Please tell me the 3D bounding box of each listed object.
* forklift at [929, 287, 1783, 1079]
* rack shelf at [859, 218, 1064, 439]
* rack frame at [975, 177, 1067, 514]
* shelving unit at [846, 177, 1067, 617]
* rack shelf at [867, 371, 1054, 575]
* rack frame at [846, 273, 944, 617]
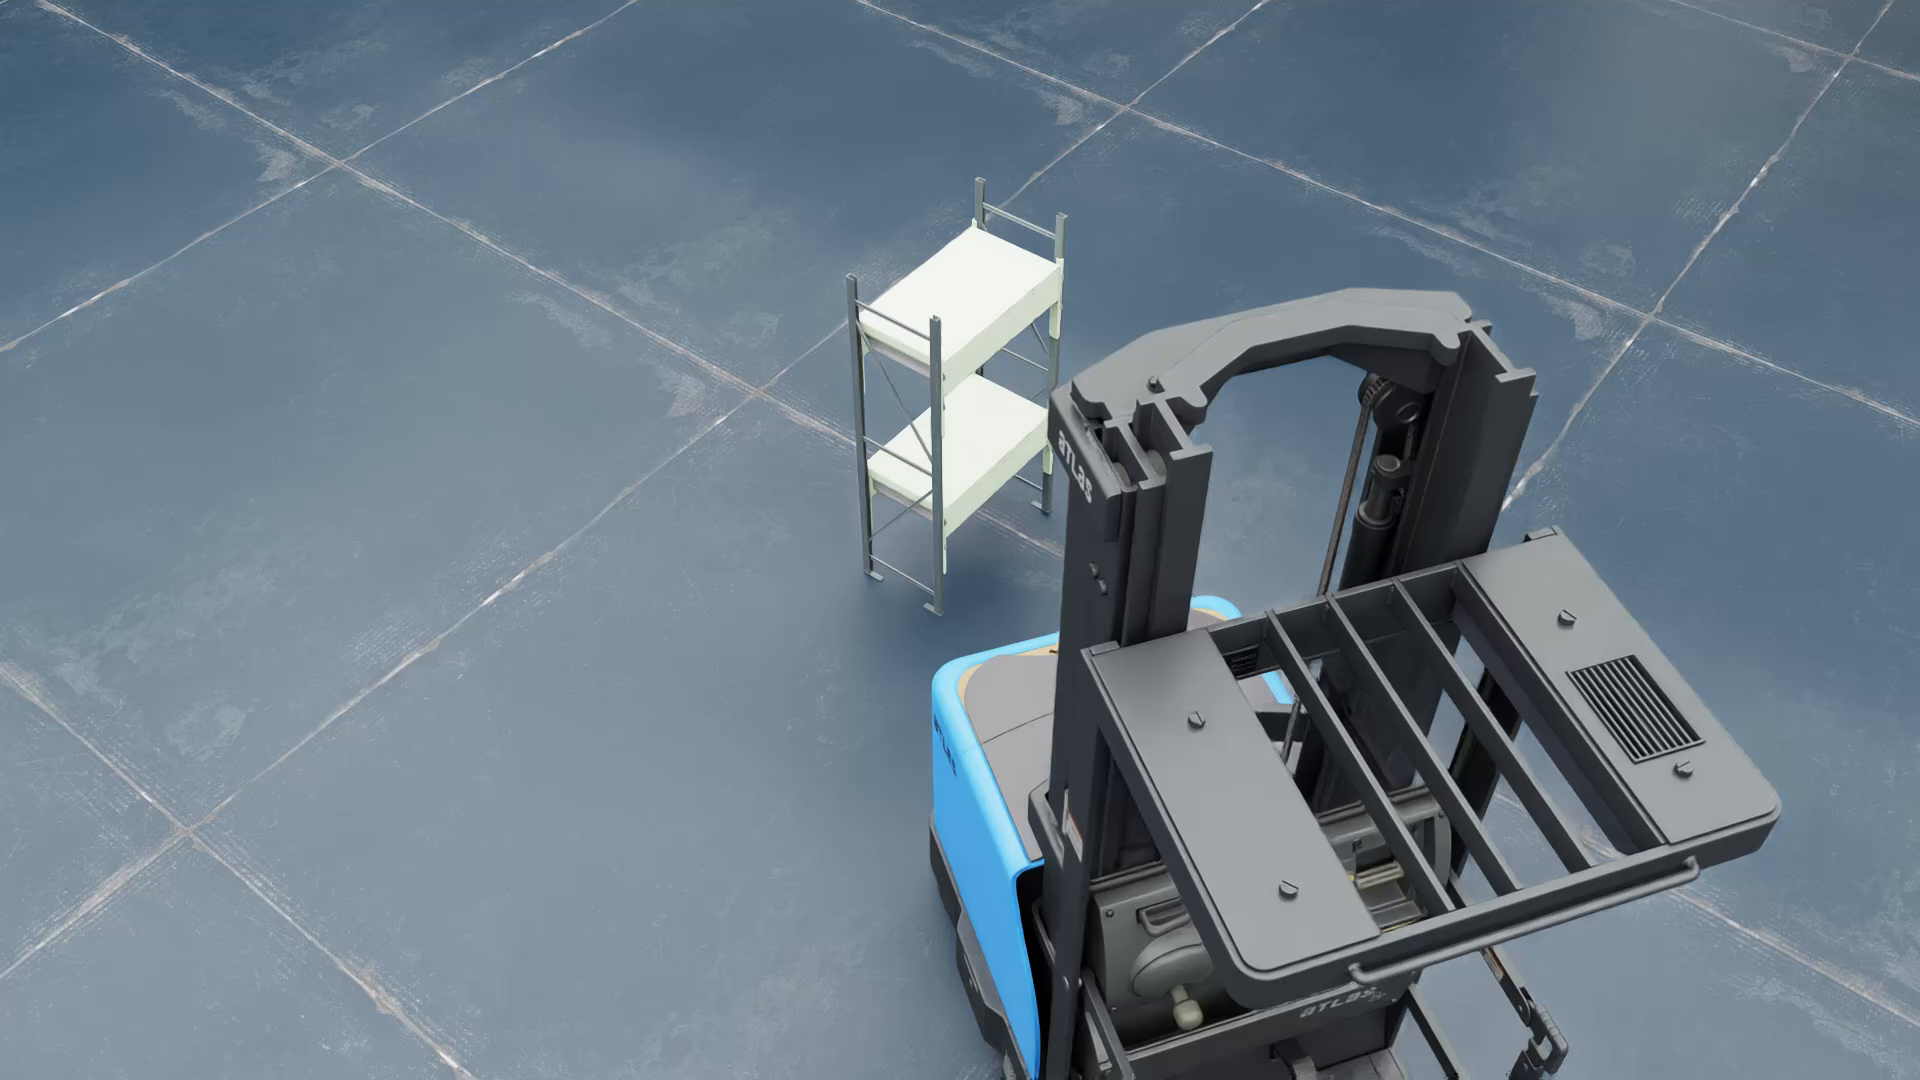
[{"bbox_3d":[0.846,1.010,3.923,1.130,2.935,3.031,-14,48,-13],"label":"forklift"},{"bbox_3d":[-0.004,-0.784,6.087,0.431,0.370,0.720,29,53,25],"label":"rack shelf"},{"bbox_3d":[0.220,-0.724,6.569,0.400,1.500,0.023,29,53,25],"label":"rack frame"},{"bbox_3d":[-0.004,-0.514,6.369,0.431,1.500,0.755,29,53,25],"label":"shelving unit"},{"bbox_3d":[-0.004,-0.289,6.604,0.431,0.370,0.720,29,53,25],"label":"rack shelf"},{"bbox_3d":[-0.228,-0.305,6.169,0.400,1.500,0.023,29,53,25],"label":"rack frame"}]
